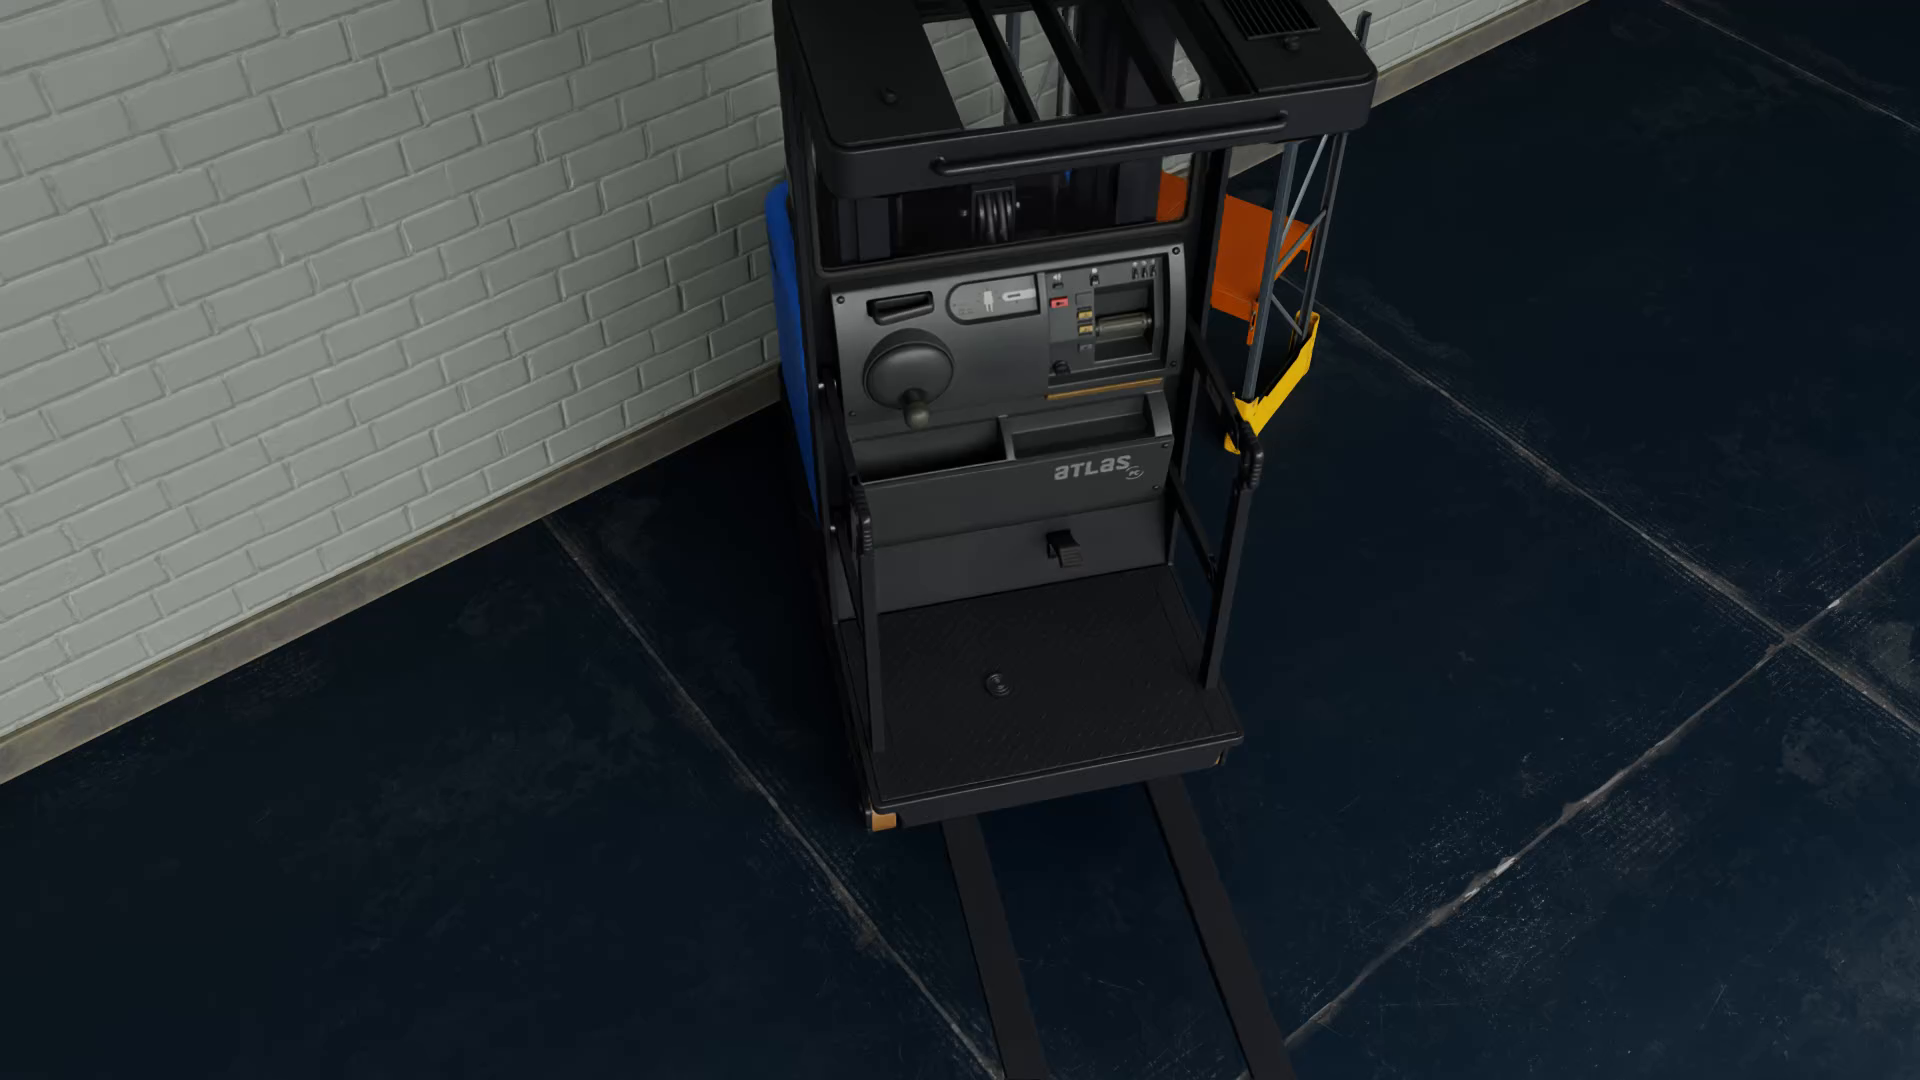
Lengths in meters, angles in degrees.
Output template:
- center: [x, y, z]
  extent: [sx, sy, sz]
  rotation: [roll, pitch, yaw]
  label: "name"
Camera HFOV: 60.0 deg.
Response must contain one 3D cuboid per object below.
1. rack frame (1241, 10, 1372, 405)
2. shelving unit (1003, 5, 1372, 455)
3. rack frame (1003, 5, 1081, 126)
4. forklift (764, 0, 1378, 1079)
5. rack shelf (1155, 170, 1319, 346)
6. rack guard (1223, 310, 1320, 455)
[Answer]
- center: [1.147, -1.004, 5.648]
  extent: [0.032, 1.500, 0.500]
  rotation: [26, 53, 22]
  label: "rack frame"
- center: [0.730, -1.207, 5.832]
  extent: [1.083, 1.500, 0.587]
  rotation: [26, 53, 22]
  label: "shelving unit"
- center: [0.297, -1.418, 6.023]
  extent: [0.032, 1.500, 0.500]
  rotation: [26, 53, 22]
  label: "rack frame"
- center: [0.185, -0.435, 4.166]
  extent: [1.130, 2.935, 3.031]
  rotation: [-10, 49, -9]
  label: "forklift"
- center: [0.722, -1.090, 5.969]
  extent: [1.000, 0.185, 0.538]
  rotation: [26, 53, 22]
  label: "rack shelf"
- center: [1.146, -0.585, 6.112]
  extent: [0.087, 0.250, 0.587]
  rotation: [26, 53, 22]
  label: "rack guard"
